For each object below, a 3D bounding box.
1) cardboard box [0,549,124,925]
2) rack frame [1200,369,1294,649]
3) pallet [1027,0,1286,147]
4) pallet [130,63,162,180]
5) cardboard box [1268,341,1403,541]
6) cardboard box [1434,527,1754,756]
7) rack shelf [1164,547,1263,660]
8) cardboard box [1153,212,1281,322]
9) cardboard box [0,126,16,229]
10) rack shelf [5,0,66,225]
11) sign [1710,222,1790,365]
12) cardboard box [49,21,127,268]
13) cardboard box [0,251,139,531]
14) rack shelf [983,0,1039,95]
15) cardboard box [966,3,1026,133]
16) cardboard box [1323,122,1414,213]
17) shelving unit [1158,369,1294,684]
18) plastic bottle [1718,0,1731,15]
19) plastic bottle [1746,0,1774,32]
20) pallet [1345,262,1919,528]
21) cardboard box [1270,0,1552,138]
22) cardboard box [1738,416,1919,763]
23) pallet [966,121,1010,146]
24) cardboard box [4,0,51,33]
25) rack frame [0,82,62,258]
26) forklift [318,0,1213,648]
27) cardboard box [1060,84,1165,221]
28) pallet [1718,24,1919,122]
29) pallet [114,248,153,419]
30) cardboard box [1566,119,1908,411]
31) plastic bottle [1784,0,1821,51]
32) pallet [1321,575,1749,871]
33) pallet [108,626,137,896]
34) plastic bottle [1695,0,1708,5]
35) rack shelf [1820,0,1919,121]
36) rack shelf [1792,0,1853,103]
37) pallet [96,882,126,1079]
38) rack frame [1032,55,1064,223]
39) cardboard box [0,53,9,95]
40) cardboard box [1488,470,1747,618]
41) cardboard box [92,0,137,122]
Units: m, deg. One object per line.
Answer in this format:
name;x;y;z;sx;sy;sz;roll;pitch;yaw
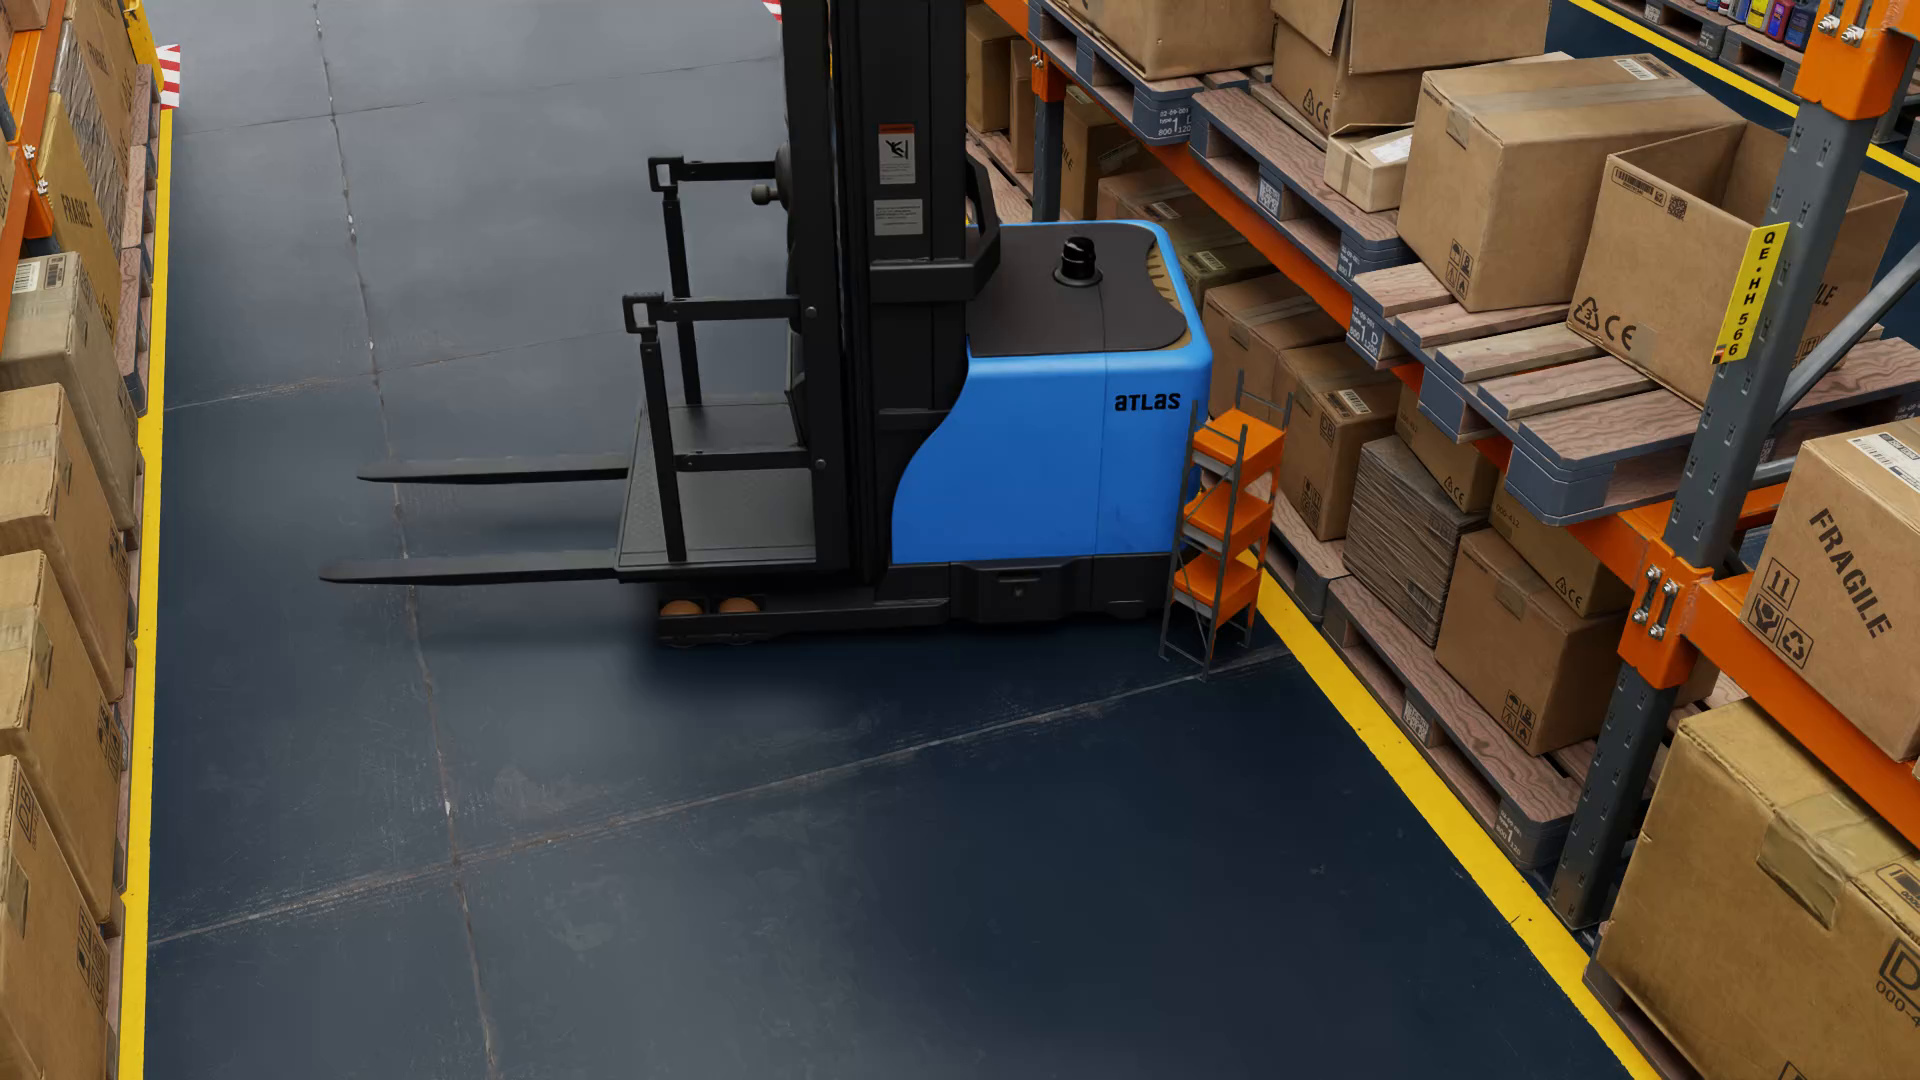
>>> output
cardboard box;-2.925;0.634;4.435;1.050;0.750;0.750;-12;39;-15
rack frame;0.936;-0.079;5.476;0.200;1.050;0.008;31;46;32
pallet;0.946;-1.932;6.481;1.003;0.211;1.213;-12;39;-16
pallet;-4.900;-2.211;9.009;1.003;0.211;1.213;-12;39;-16
cardboard box;1.542;-0.392;5.989;0.700;0.500;0.500;-9;38;-12
cardboard box;1.947;0.238;5.153;0.700;0.500;0.500;-14;39;-18
rack shelf;0.845;0.201;5.582;0.215;0.259;0.240;31;46;32
cardboard box;1.157;-1.023;6.827;0.700;0.500;0.500;-13;39;-16
cardboard box;-3.442;-1.301;5.401;0.500;0.500;0.500;-13;39;-16
rack shelf;-4.560;-2.343;7.465;1.077;0.370;4.000;-12;39;-16
sign;1.690;-0.524;3.556;0.100;0.325;0.005;-12;39;-16
cardboard box;-4.337;-1.698;7.427;0.875;0.875;0.875;-12;39;-16
cardboard box;-3.574;-0.437;5.858;1.050;0.750;0.750;-13;39;-16
rack shelf;0.131;-3.313;8.753;1.077;0.370;4.000;-12;39;-16
cardboard box;0.228;-2.530;8.844;0.500;0.500;0.500;-16;40;-20
cardboard box;1.369;-1.211;5.127;0.396;0.266;0.258;-14;39;-17
shelving unit;0.853;-0.025;5.404;0.215;1.050;0.252;31;46;32
plastic bottle;4.682;-3.302;10.101;0.097;0.201;0.097;0;37;0
plastic bottle;4.801;-3.208;9.852;0.144;0.351;0.185;-13;39;-16
pallet;1.851;-0.514;4.599;1.213;0.211;1.003;-12;39;-16
cardboard box;1.503;-1.719;5.604;0.797;0.503;0.637;-9;38;-11
cardboard box;2.108;0.080;3.567;0.500;0.500;0.500;-11;38;-15
pallet;0.132;-2.419;9.286;1.003;0.211;1.213;-12;39;-16
cardboard box;-4.296;-2.402;6.821;0.875;0.550;0.550;-12;39;-16
rack frame;-3.872;-1.500;5.749;1.000;3.000;0.127;-12;39;-16
forklift;-0.718;-1.128;5.311;3.031;2.935;1.130;-3;37;-3
cardboard box;0.720;-1.874;7.973;0.500;0.500;0.500;-14;39;-17
pallet;5.278;-2.770;9.752;1.003;0.211;1.213;-12;39;-16
pallet;-4.060;-0.832;7.179;1.003;0.211;1.213;-12;39;-16
cardboard box;1.973;-0.715;4.274;0.500;0.500;0.500;-17;40;-21
plastic bottle;4.912;-3.026;9.610;0.144;0.351;0.185;-14;39;-18
pallet;1.929;0.462;5.462;1.003;0.211;1.213;-12;39;-16
pallet;-3.112;0.724;5.113;1.003;0.211;1.213;-12;39;-16
plastic bottle;4.611;-3.418;10.255;0.097;0.201;0.097;0;37;0
rack shelf;2.884;0.009;1.850;1.077;0.370;4.000;-12;39;-16
rack shelf;1.508;-2.251;4.850;1.077;0.370;4.000;-12;39;-16
pallet;-2.696;1.412;4.200;1.003;0.211;1.213;-12;39;-16
rack frame;0.820;-2.470;7.036;1.000;3.000;0.127;-12;39;-16
cardboard box;-4.010;-1.766;5.977;0.875;0.550;0.550;-12;39;-16
cardboard box;1.937;-0.060;4.925;0.500;0.250;0.500;-11;38;-14
cardboard box;-4.953;-2.710;8.771;0.875;0.875;0.875;-12;39;-16
